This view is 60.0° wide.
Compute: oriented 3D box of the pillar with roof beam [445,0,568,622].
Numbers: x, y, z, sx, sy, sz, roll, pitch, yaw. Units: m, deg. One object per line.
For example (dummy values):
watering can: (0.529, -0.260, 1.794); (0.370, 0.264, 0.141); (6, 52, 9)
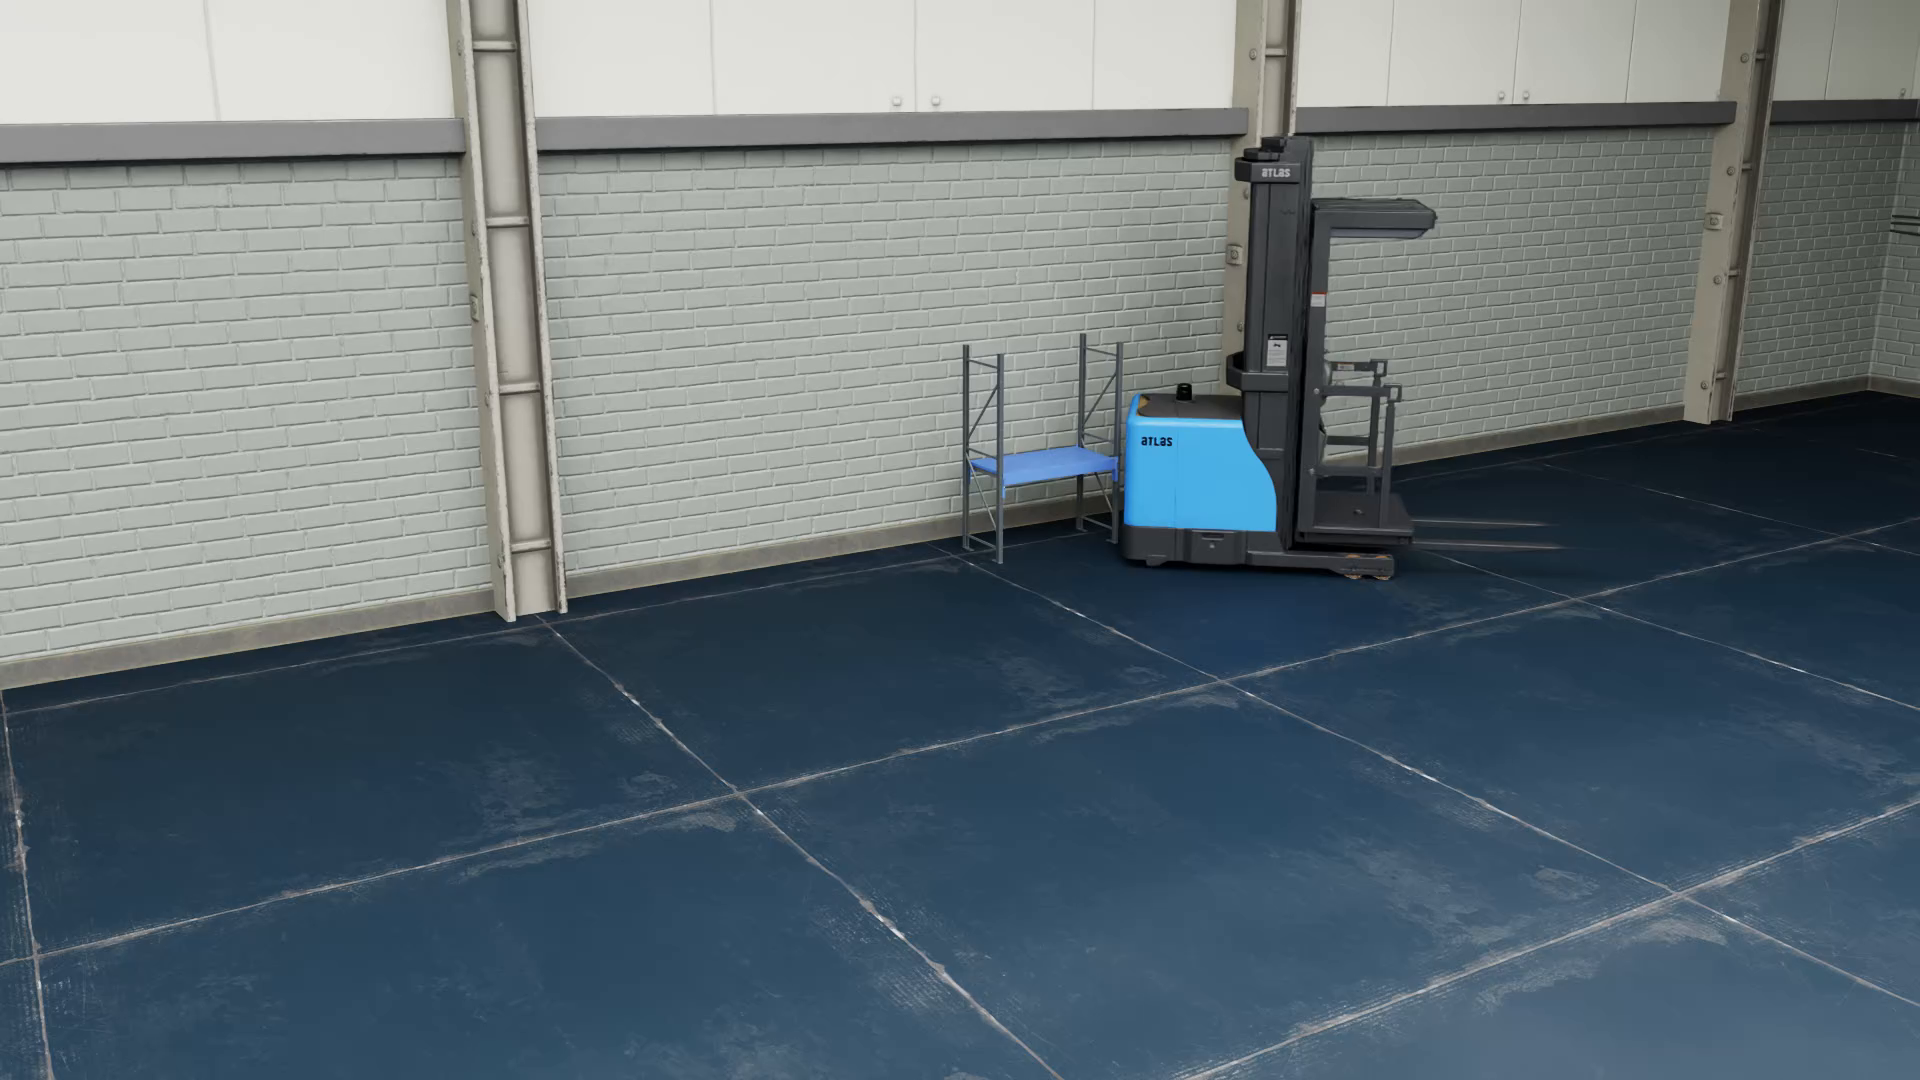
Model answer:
pillar with roof beam: (-0.564, -2.879, 6.010); (0.400, 9.000, 9.100); (-9, 18, -30)

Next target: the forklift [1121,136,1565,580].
forklift: (2.698, -1.289, 11.579); (3.031, 2.935, 1.130); (2, 16, 8)

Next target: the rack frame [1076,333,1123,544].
rack frame: (1.029, -0.753, 12.316); (0.032, 1.500, 0.500); (-9, 18, -30)

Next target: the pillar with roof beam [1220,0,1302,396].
pillar with roof beam: (4.580, -3.713, 8.985); (0.400, 9.000, 9.100); (-9, 18, -30)

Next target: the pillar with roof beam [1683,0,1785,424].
pillar with roof beam: (9.723, -4.547, 11.960); (0.400, 9.000, 9.100); (-9, 18, -30)

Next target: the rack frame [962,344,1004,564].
rack frame: (0.161, -0.610, 11.807); (0.032, 1.500, 0.500); (-9, 18, -30)

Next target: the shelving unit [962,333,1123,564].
shelving unit: (0.595, -0.681, 12.061); (1.048, 1.500, 0.538); (-9, 18, -30)

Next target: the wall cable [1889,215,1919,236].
wall cable: (10.712, -4.152, 16.302); (0.112, 2.526, 3.097); (-9, 18, -30)

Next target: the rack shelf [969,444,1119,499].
rack shelf: (0.595, -0.508, 12.110); (1.000, 0.185, 0.538); (-9, 18, -30)
